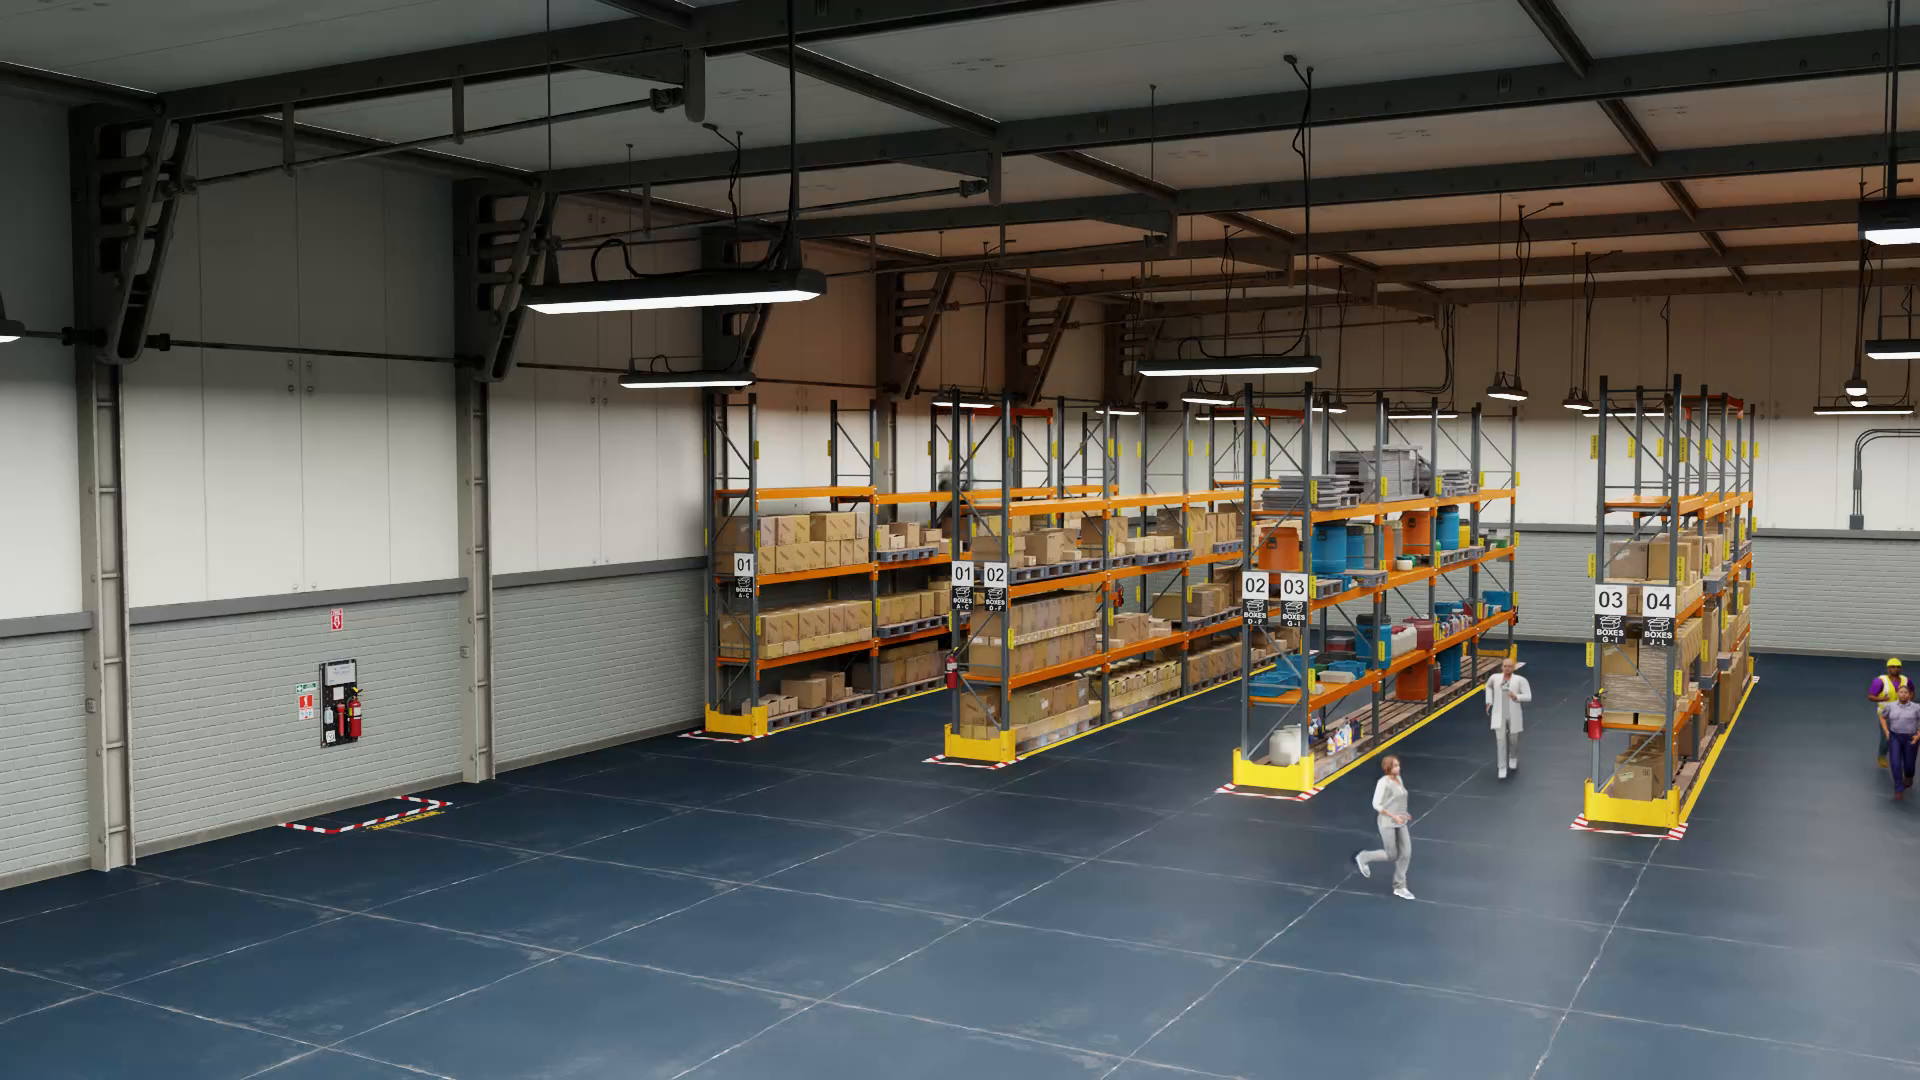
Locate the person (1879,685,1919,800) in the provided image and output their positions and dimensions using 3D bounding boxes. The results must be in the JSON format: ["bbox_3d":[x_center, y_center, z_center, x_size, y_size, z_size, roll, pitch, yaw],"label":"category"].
[{"bbox_3d":[13.631,2.914,24.043,0.617,1.621,0.709,2,4,31],"label":"person"}]

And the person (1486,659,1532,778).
[{"bbox_3d":[8.409,2.737,25.529,0.699,1.691,1.064,1,3,23],"label":"person"}]

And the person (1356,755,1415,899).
[{"bbox_3d":[4.832,3.209,18.747,0.545,1.578,0.736,-3,4,-40],"label":"person"}]

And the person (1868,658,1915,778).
[{"bbox_3d":[14.378,2.701,25.619,0.695,1.765,0.917,1,3,16],"label":"person"}]
